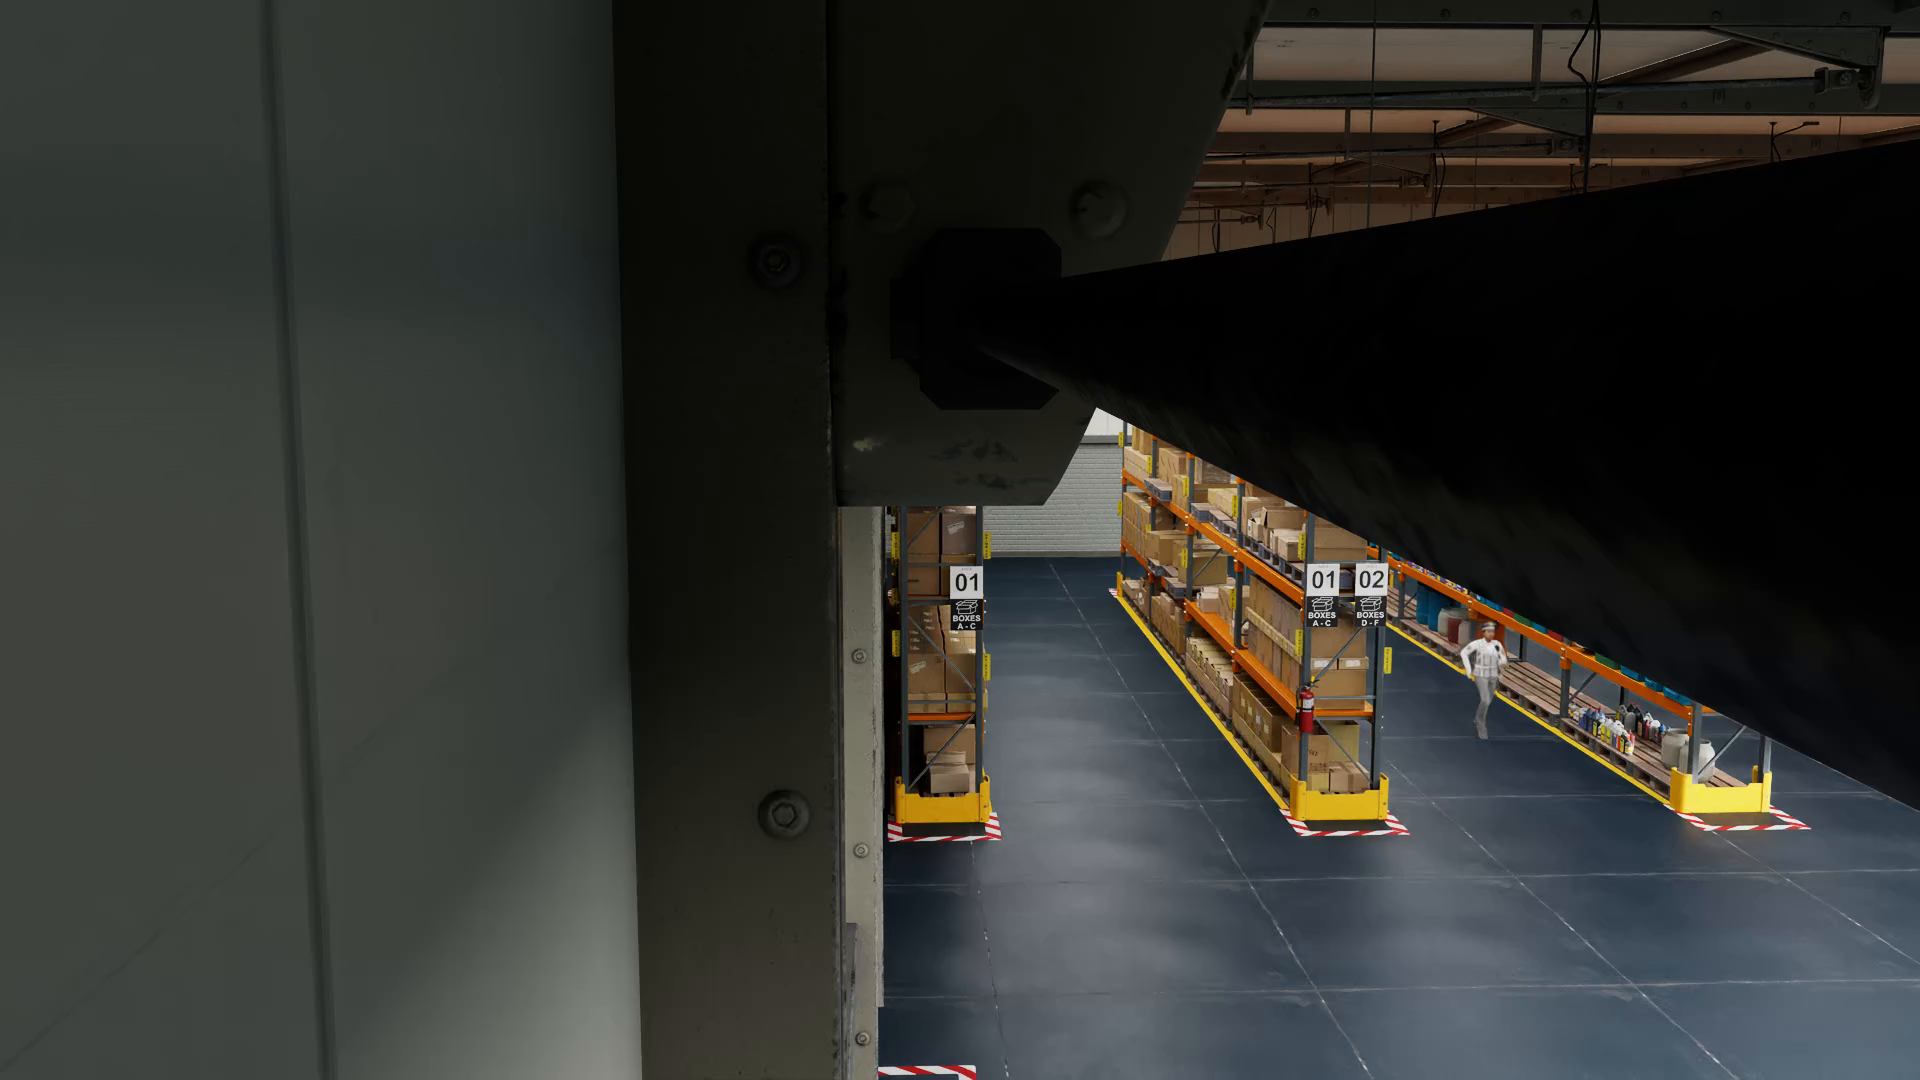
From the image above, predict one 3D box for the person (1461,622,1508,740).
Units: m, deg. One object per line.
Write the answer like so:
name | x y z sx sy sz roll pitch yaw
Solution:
person | 7.762 2.059 24.544 0.576 1.749 0.719 -2 8 -11
